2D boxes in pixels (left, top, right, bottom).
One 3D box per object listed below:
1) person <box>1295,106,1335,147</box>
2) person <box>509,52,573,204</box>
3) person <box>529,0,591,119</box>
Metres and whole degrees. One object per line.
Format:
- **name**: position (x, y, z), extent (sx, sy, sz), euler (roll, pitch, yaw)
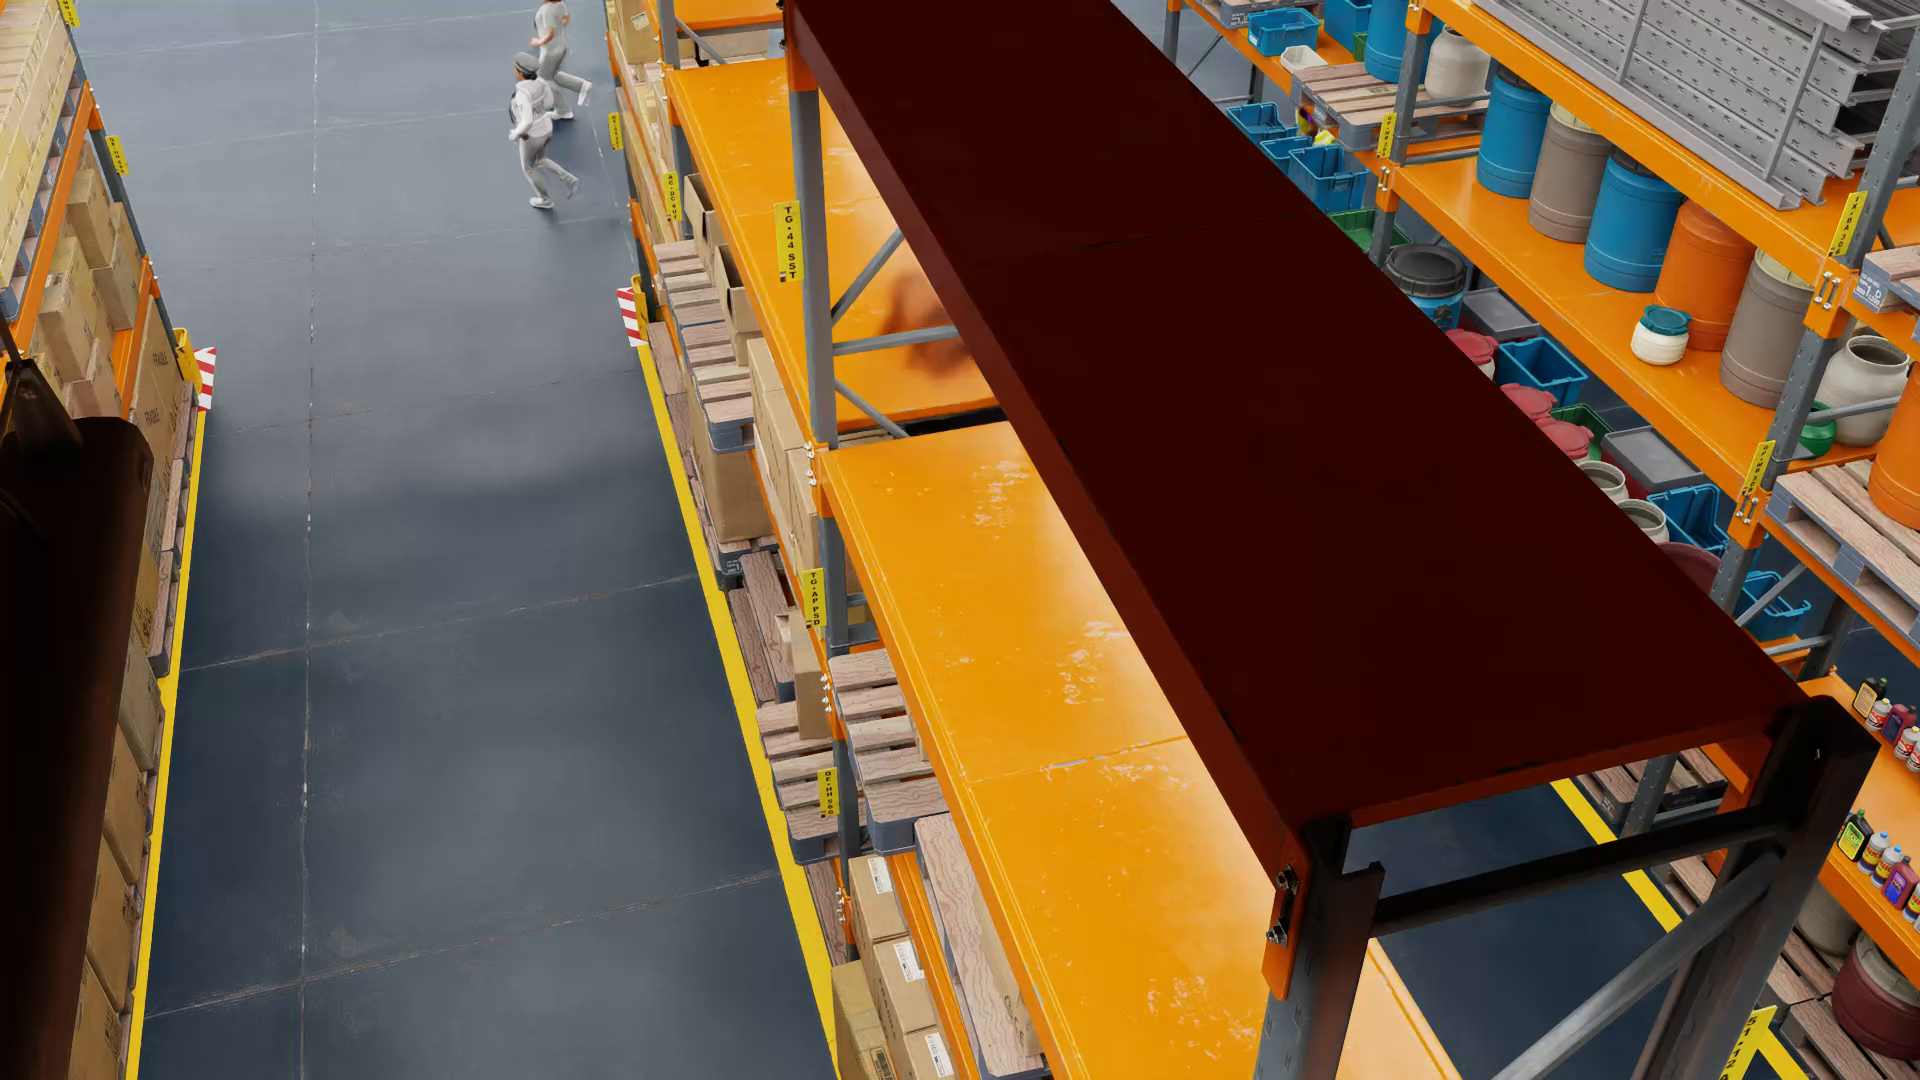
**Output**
- **person**: position (3.470, -3.951, 16.397), extent (0.962, 1.729, 0.764), euler (32, 48, 33)
- **person**: position (-4.234, -4.088, 16.611), extent (0.548, 1.591, 0.608), euler (12, 40, 14)
- **person**: position (-4.436, -5.407, 18.371), extent (0.573, 1.603, 0.565), euler (5, 39, 6)
